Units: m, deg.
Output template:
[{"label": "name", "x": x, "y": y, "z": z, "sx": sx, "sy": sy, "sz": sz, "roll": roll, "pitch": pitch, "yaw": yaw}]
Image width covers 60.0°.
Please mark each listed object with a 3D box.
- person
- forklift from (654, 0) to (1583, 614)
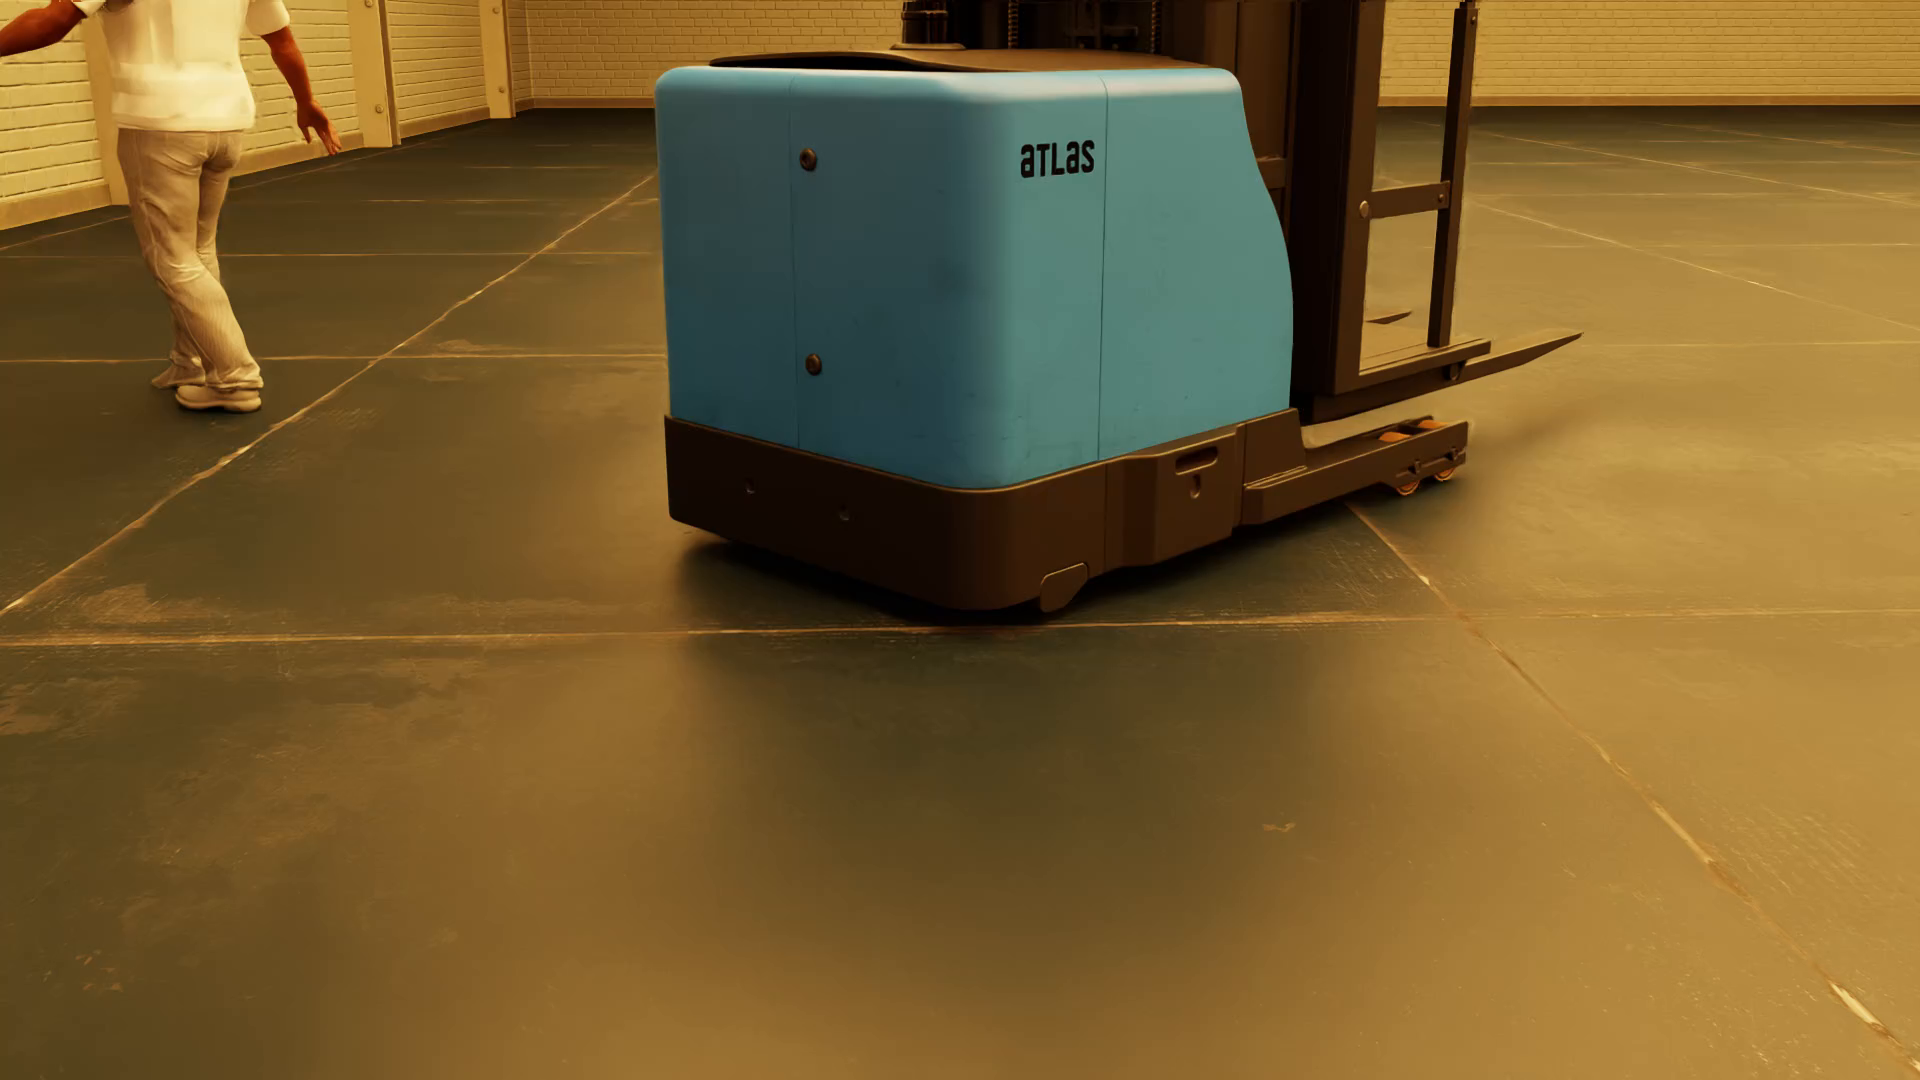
[{"label": "person", "x": -2.484, "y": -1.289, "z": 5.211, "sx": 0.707, "sy": 1.765, "sz": 1.052, "roll": 7, "pitch": 19, "yaw": 23}, {"label": "forklift", "x": 0.709, "y": -1.607, "z": 4.162, "sx": 1.130, "sy": 2.935, "sz": 3.031, "roll": 16, "pitch": 23, "yaw": 42}]
